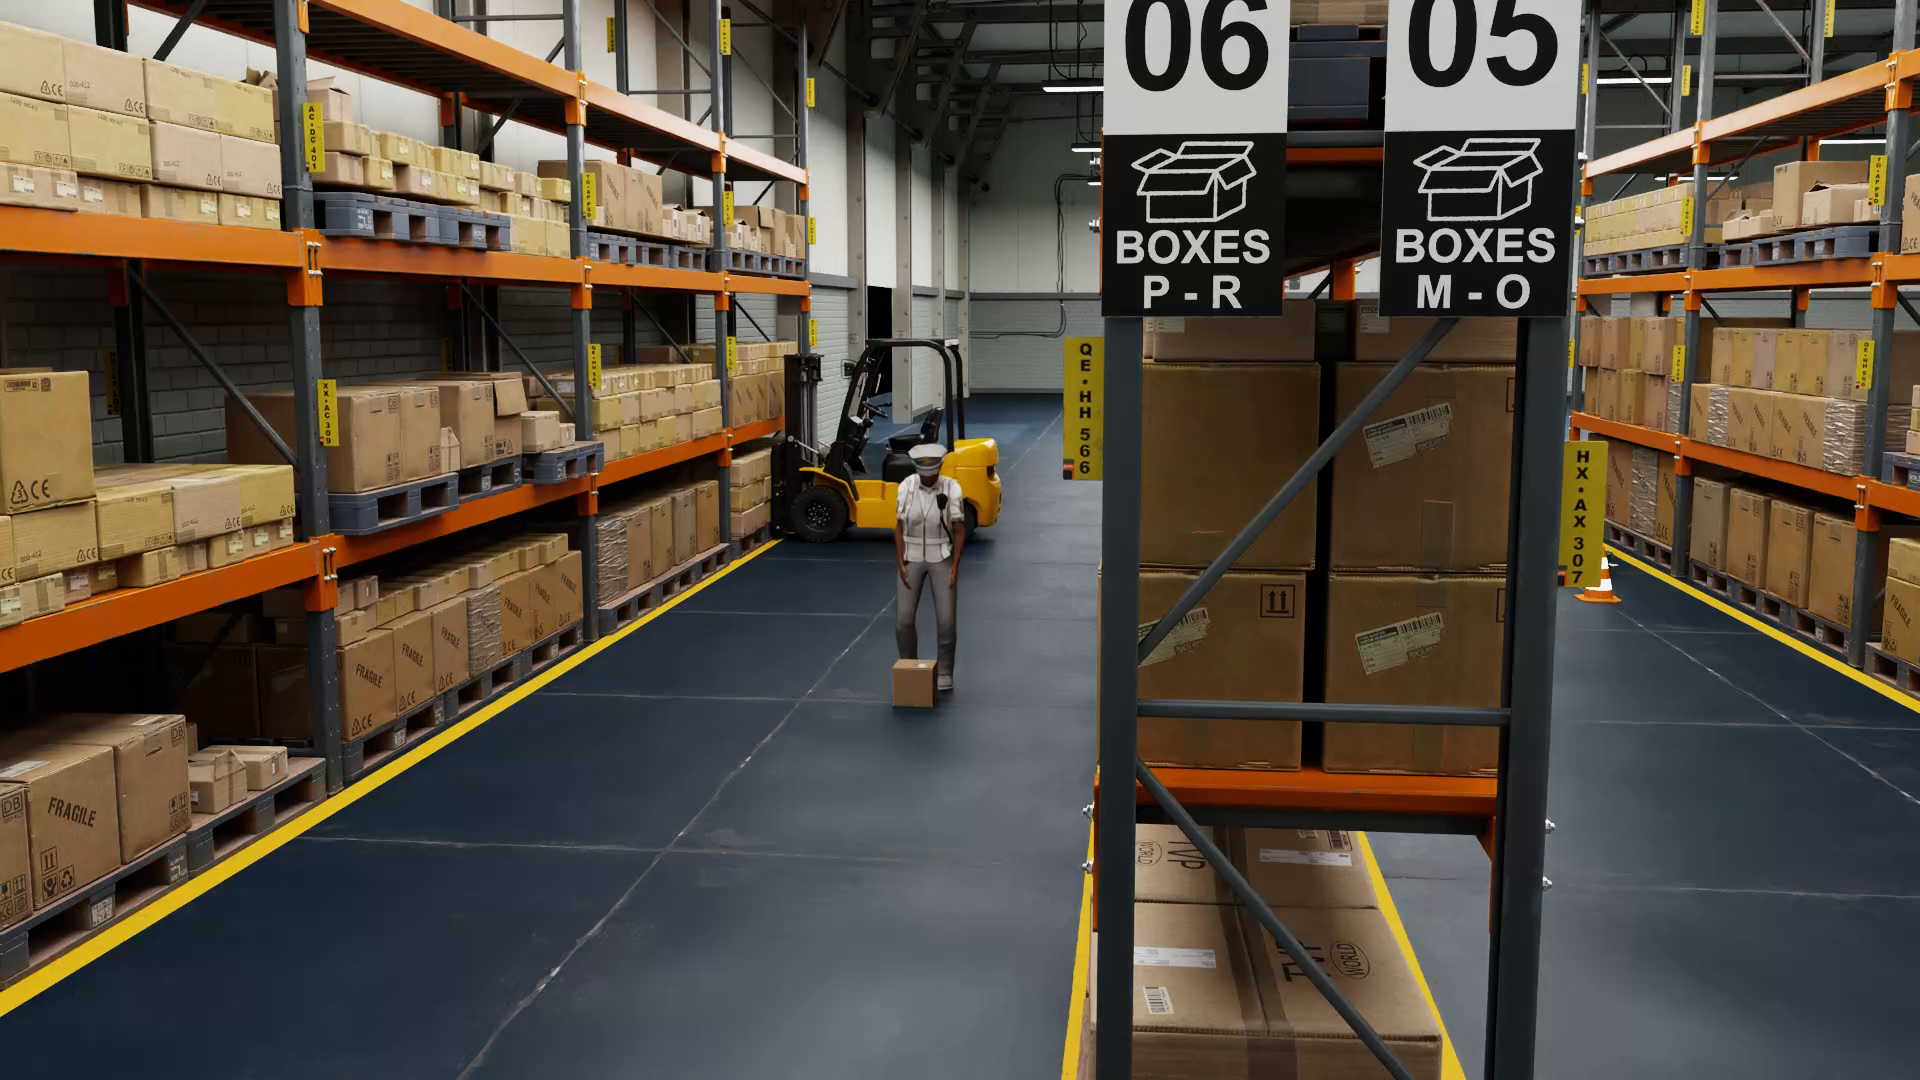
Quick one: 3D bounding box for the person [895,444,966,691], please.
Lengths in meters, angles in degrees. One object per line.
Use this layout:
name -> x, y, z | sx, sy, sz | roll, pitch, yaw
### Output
person -> -0.193, 0.175, 10.780 | 0.465, 1.604, 0.479 | 1, 8, 8
